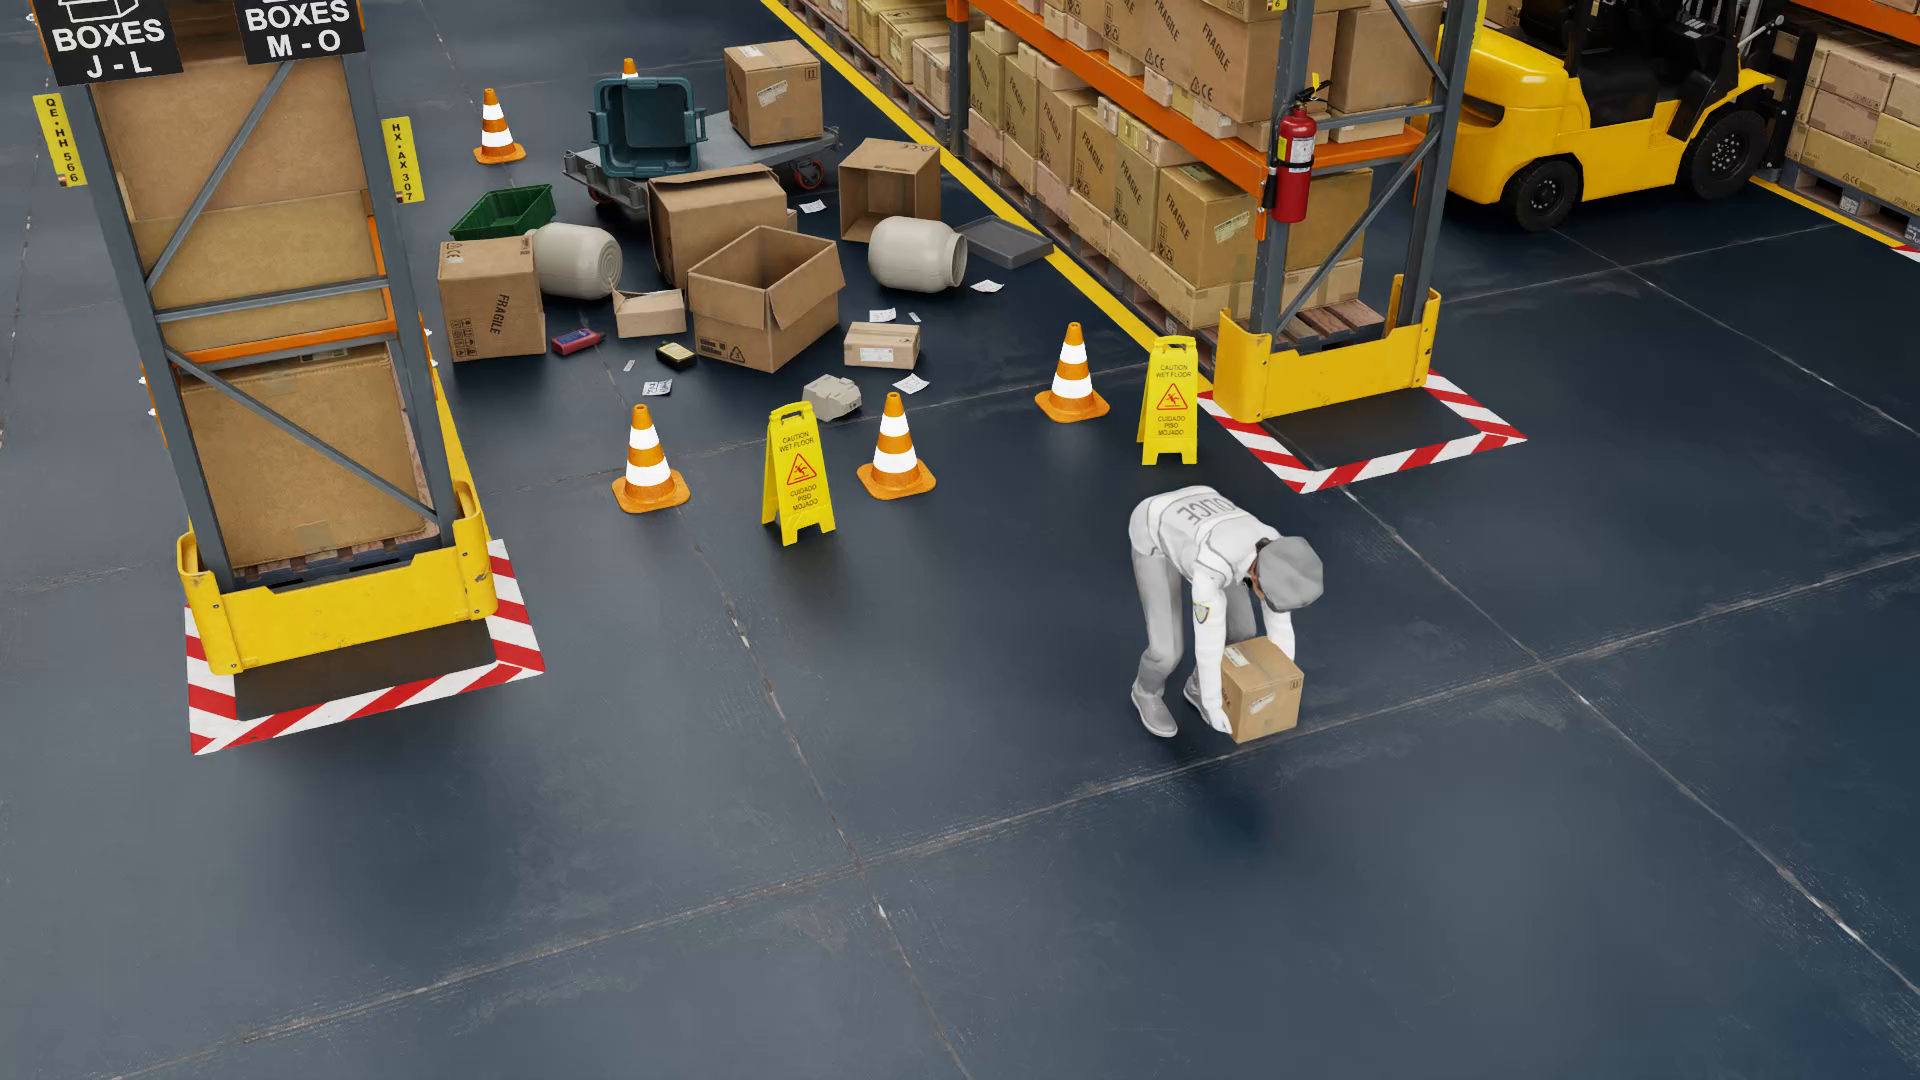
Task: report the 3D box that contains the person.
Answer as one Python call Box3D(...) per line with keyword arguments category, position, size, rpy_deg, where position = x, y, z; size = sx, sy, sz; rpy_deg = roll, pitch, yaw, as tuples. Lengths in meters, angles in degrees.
Box3D(category="person", position=(0.954, 0.314, 6.177), size=(0.441, 1.105, 0.918), rpy_deg=(-15, 36, -21))
